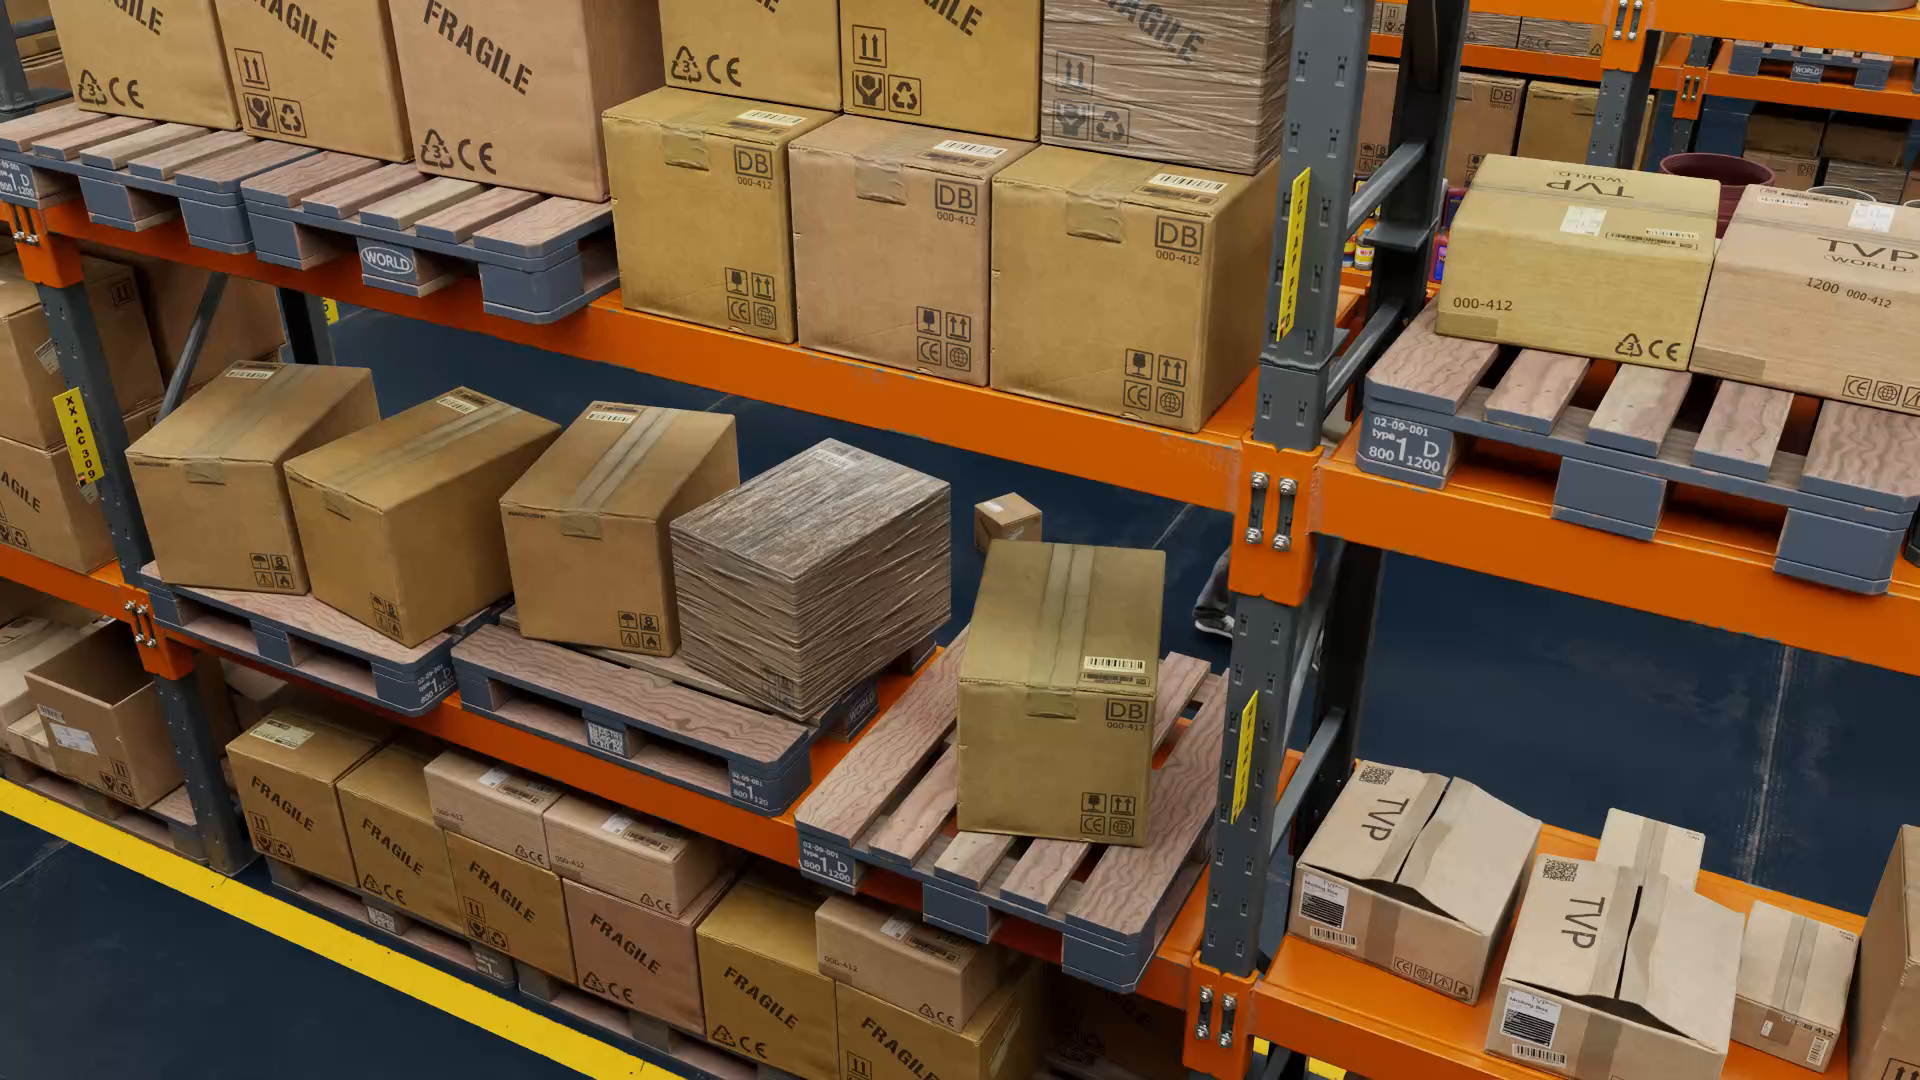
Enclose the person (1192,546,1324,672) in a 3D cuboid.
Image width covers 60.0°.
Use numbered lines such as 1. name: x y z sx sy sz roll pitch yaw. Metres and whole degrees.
1. person: 1.443 -0.171 7.436 0.724 1.620 0.459 6 31 10
